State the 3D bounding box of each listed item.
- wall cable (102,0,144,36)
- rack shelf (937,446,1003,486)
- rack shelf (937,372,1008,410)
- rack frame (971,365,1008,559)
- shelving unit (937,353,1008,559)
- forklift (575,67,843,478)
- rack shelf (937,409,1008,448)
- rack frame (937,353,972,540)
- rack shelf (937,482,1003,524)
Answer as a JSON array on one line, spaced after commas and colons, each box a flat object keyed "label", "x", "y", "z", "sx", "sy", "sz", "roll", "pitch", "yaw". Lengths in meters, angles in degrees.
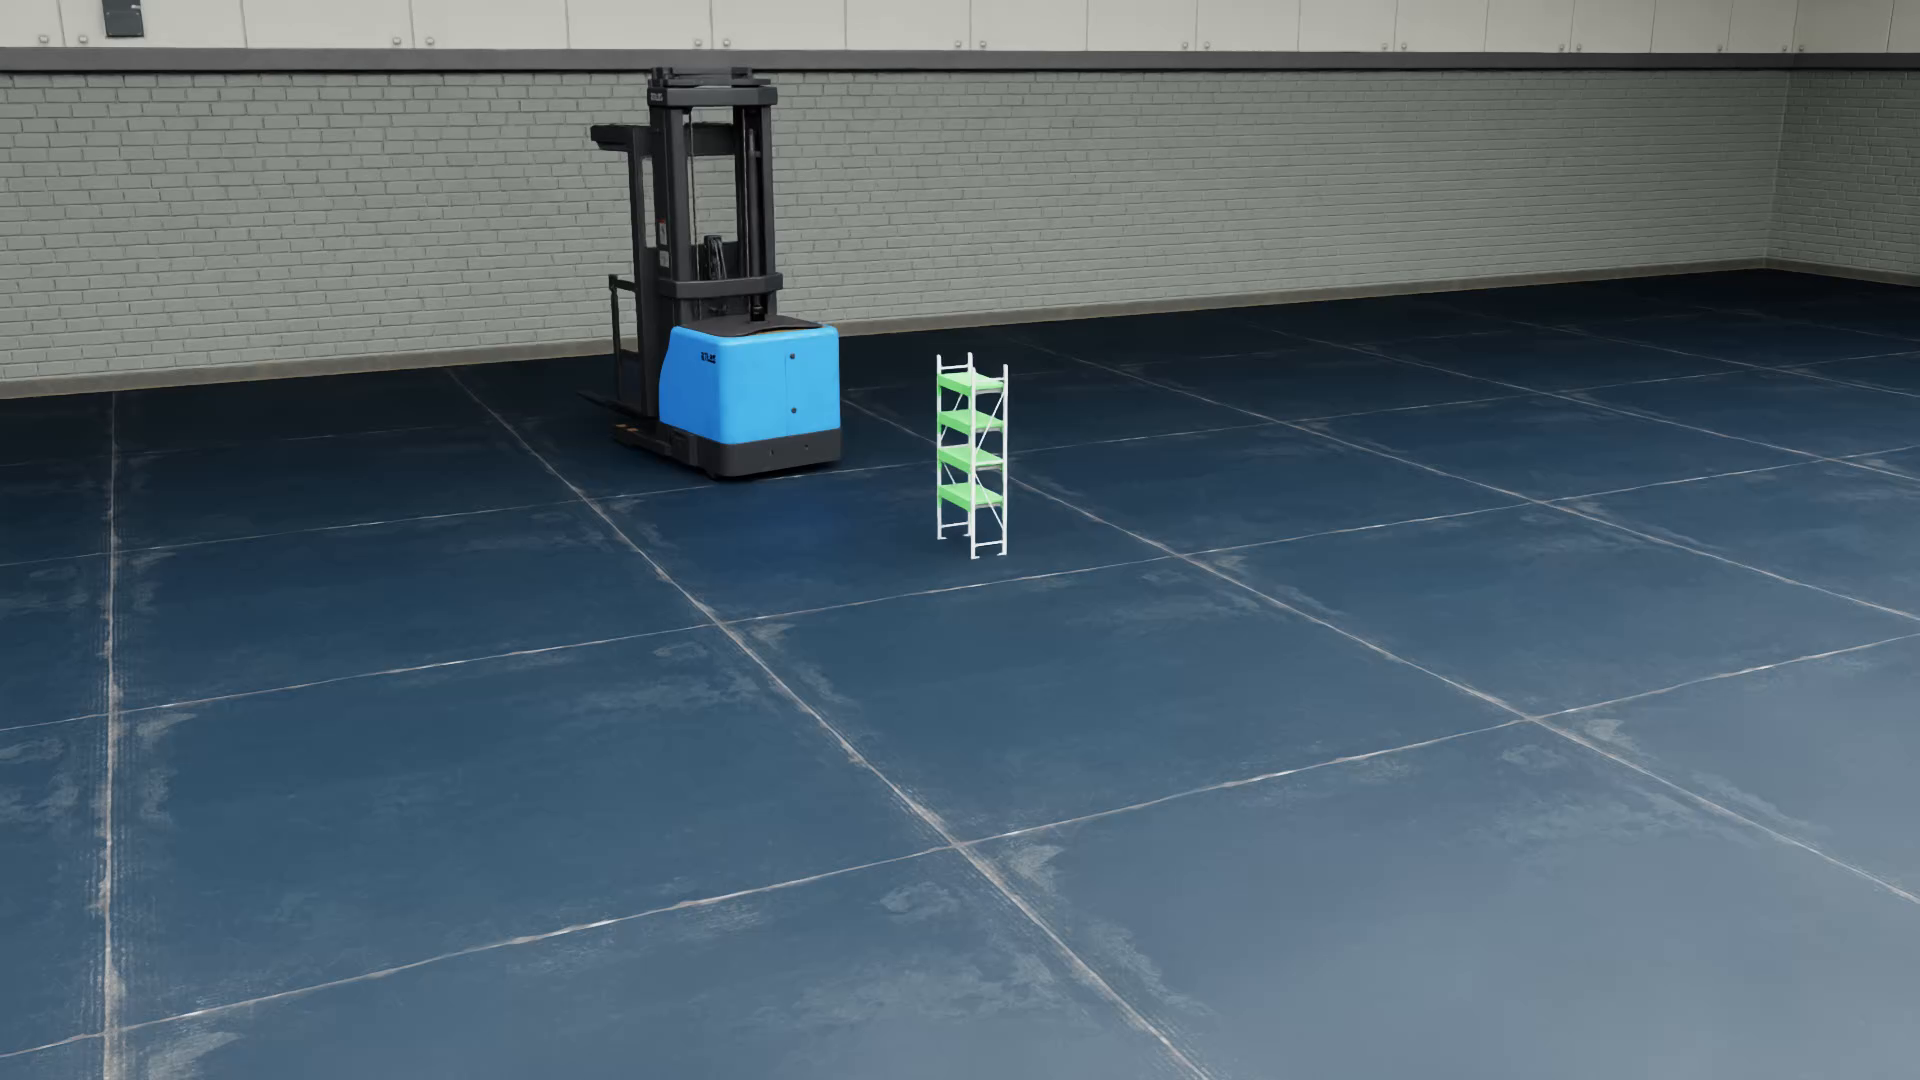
[{"label": "wall cable", "x": -6.591, "y": -7.532, "z": 14.519, "sx": 2.305, "sy": 6.003, "sz": 0.169, "roll": -8, "pitch": 18, "yaw": -25}, {"label": "rack shelf", "x": 0.073, "y": -0.474, "z": 10.460, "sx": 0.258, "sy": 0.148, "sz": 0.480, "roll": -8, "pitch": 18, "yaw": -25}, {"label": "rack shelf", "x": 0.072, "y": -0.936, "z": 10.327, "sx": 0.258, "sy": 0.148, "sz": 0.480, "roll": -8, "pitch": 18, "yaw": -25}, {"label": "rack frame", "x": 0.179, "y": -0.475, "z": 10.231, "sx": 0.240, "sy": 1.200, "sz": 0.015, "roll": -8, "pitch": 18, "yaw": -25}, {"label": "shelving unit", "x": 0.073, "y": -0.536, "z": 10.442, "sx": 0.258, "sy": 1.200, "sz": 0.503, "roll": -8, "pitch": 18, "yaw": -25}, {"label": "forklift", "x": -2.176, "y": -2.210, "z": 13.140, "sx": 1.130, "sy": 2.935, "sz": 3.031, "roll": -12, "pitch": 20, "yaw": -35}, {"label": "rack shelf", "x": 0.073, "y": -0.705, "z": 10.394, "sx": 0.258, "sy": 0.148, "sz": 0.480, "roll": -8, "pitch": 18, "yaw": -25}, {"label": "rack frame", "x": -0.034, "y": -0.596, "z": 10.653, "sx": 0.240, "sy": 1.200, "sz": 0.015, "roll": -8, "pitch": 18, "yaw": -25}, {"label": "rack shelf", "x": 0.073, "y": -0.244, "z": 10.526, "sx": 0.258, "sy": 0.148, "sz": 0.480, "roll": -8, "pitch": 18, "yaw": -25}]
